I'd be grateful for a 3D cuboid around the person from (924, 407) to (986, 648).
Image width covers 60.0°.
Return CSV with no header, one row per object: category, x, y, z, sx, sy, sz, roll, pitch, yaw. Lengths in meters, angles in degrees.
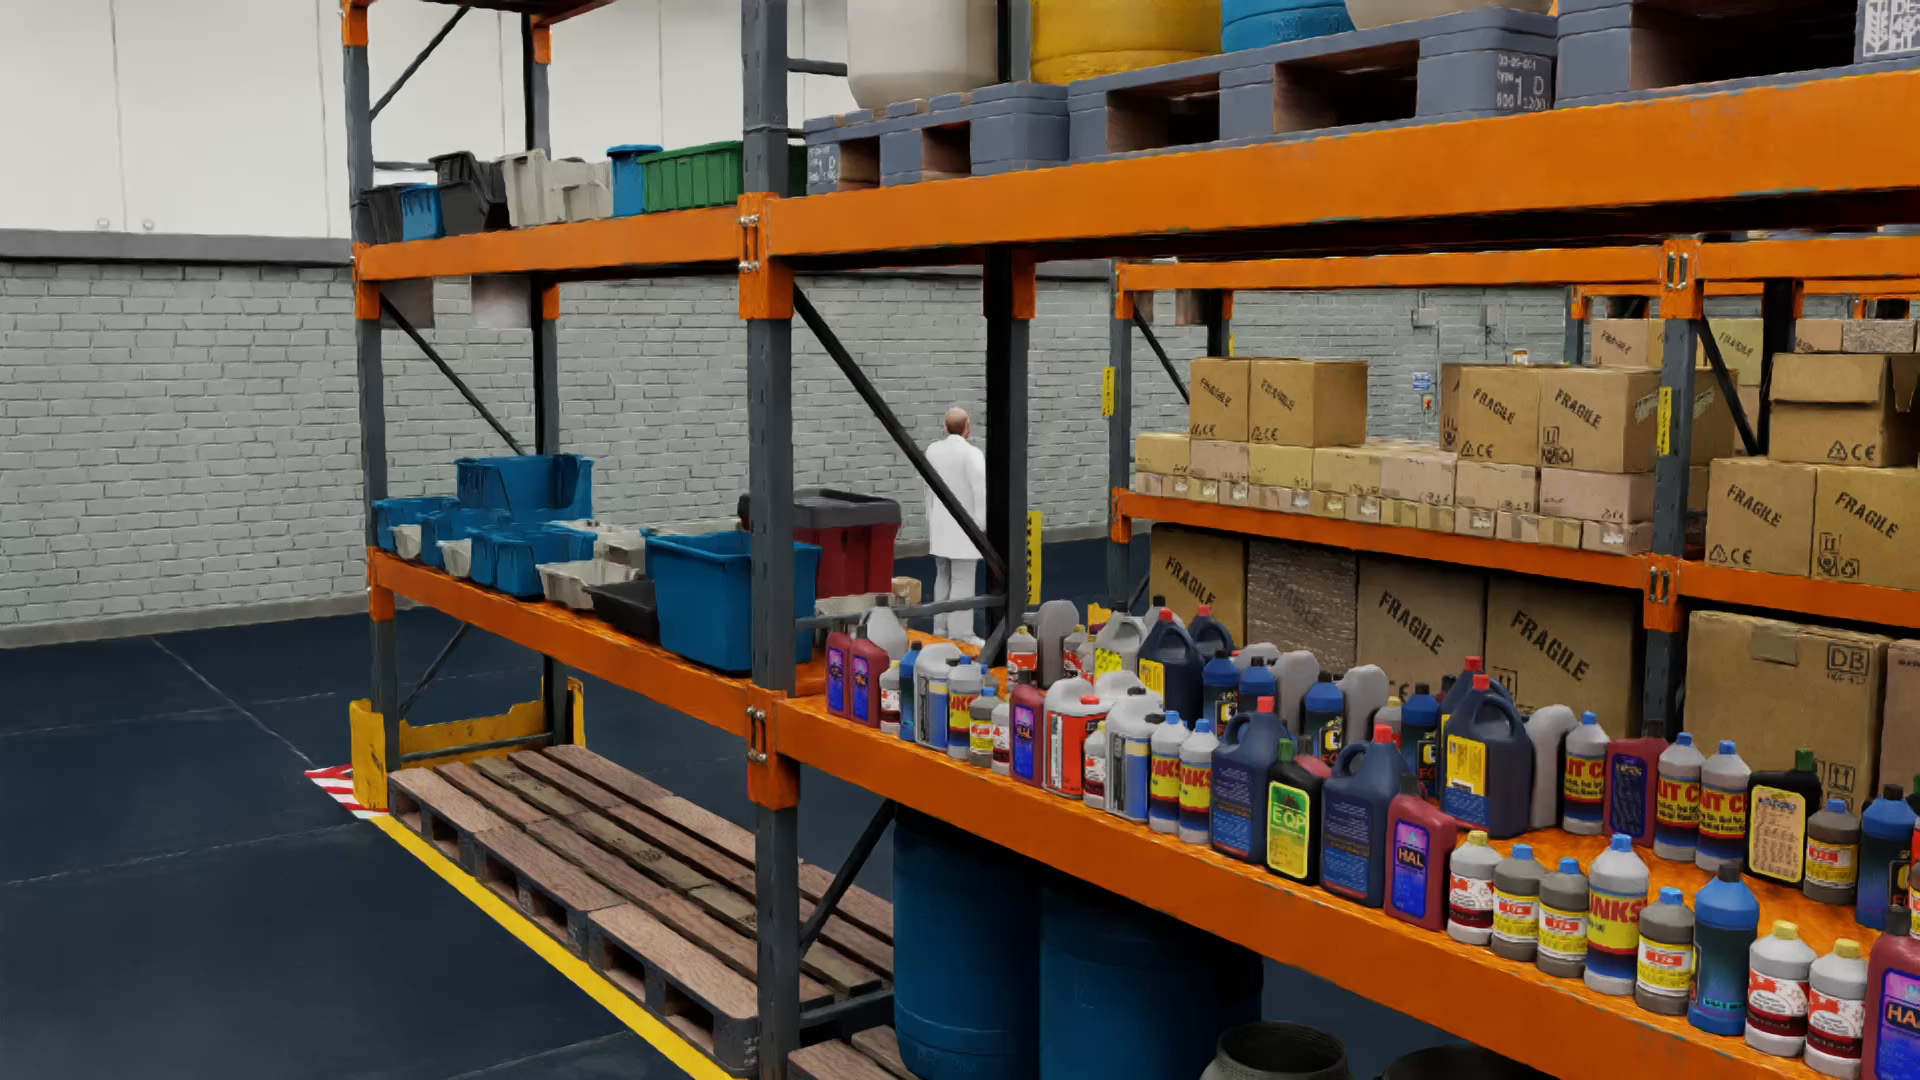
person,0.009,-0.033,12.341,0.422,1.669,0.660,-7,10,-43
